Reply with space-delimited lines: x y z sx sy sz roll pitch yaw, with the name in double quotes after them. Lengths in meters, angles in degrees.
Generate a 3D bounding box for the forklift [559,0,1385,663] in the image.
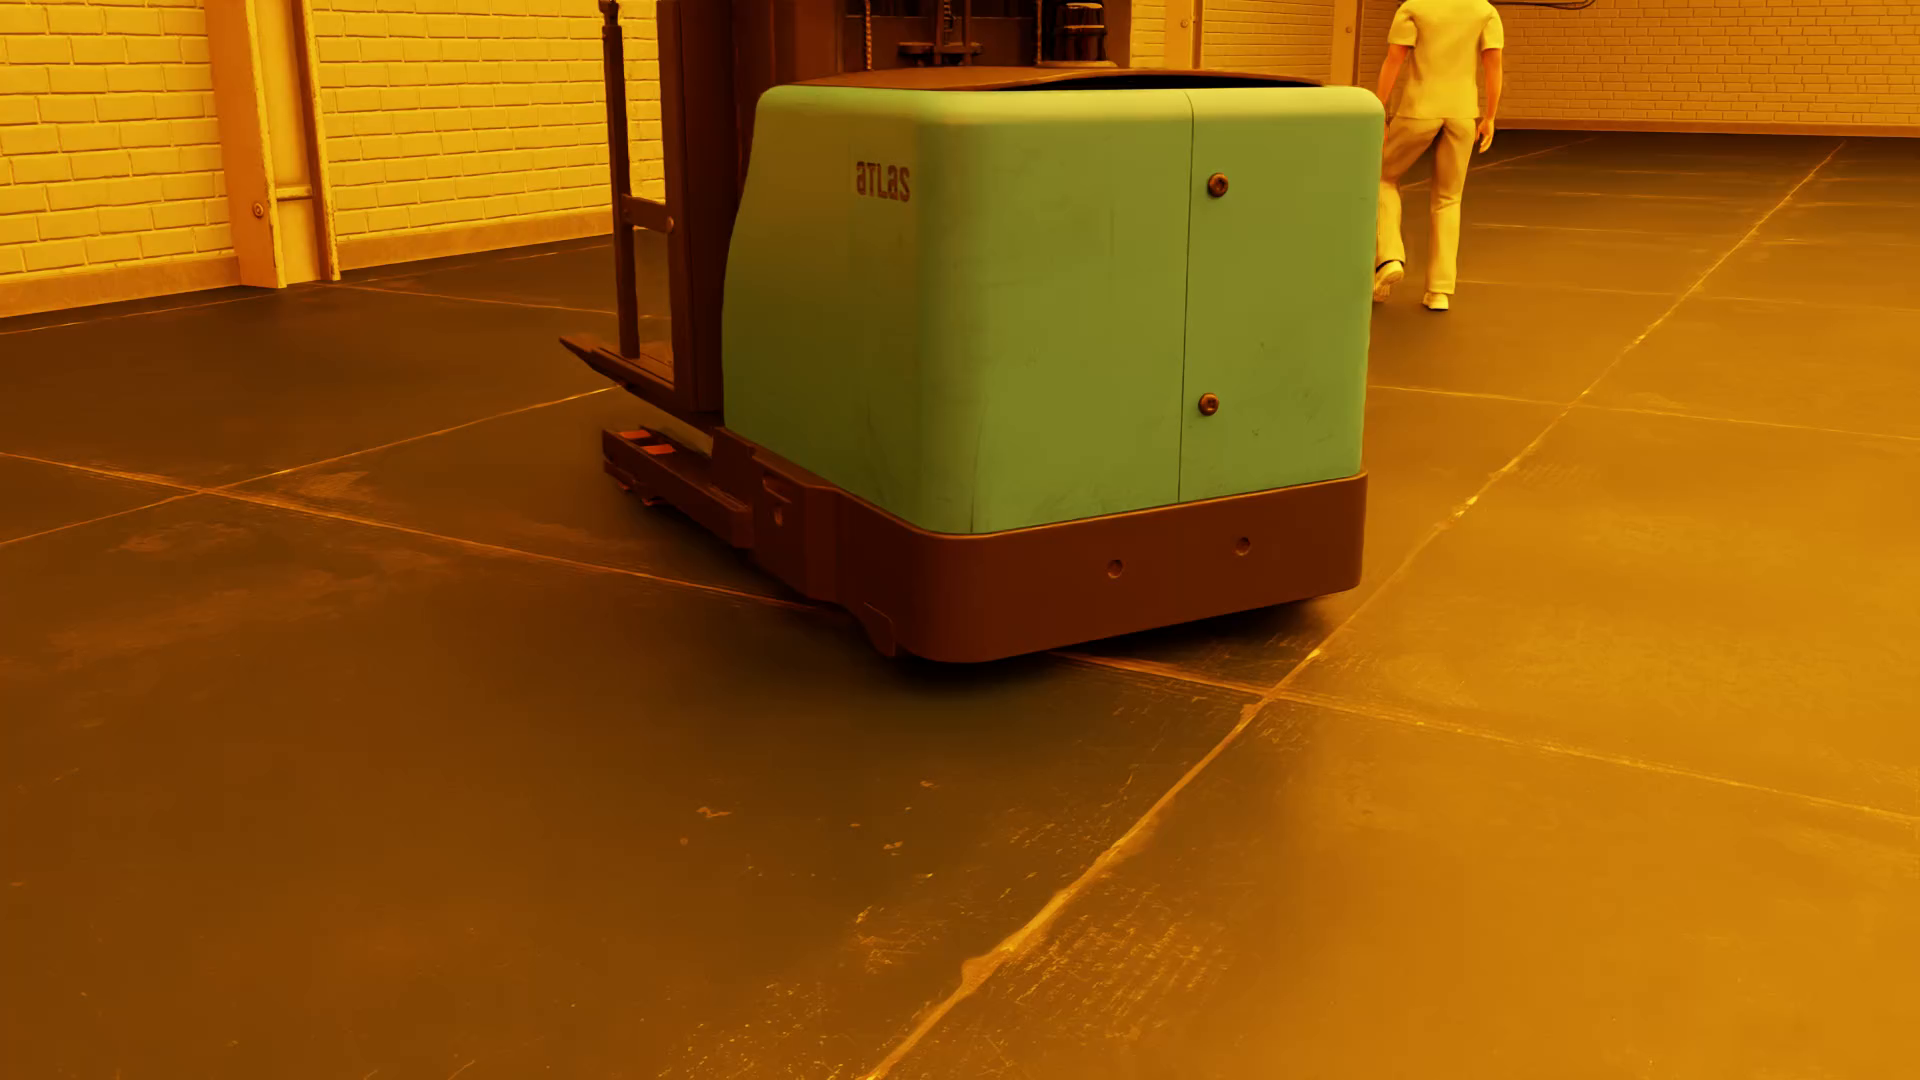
-0.313 -1.547 4.105 1.130 2.935 3.031 -9 19 -28 "forklift"

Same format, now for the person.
2.150 -1.896 7.578 0.549 1.667 0.476 0 16 1 "person"
